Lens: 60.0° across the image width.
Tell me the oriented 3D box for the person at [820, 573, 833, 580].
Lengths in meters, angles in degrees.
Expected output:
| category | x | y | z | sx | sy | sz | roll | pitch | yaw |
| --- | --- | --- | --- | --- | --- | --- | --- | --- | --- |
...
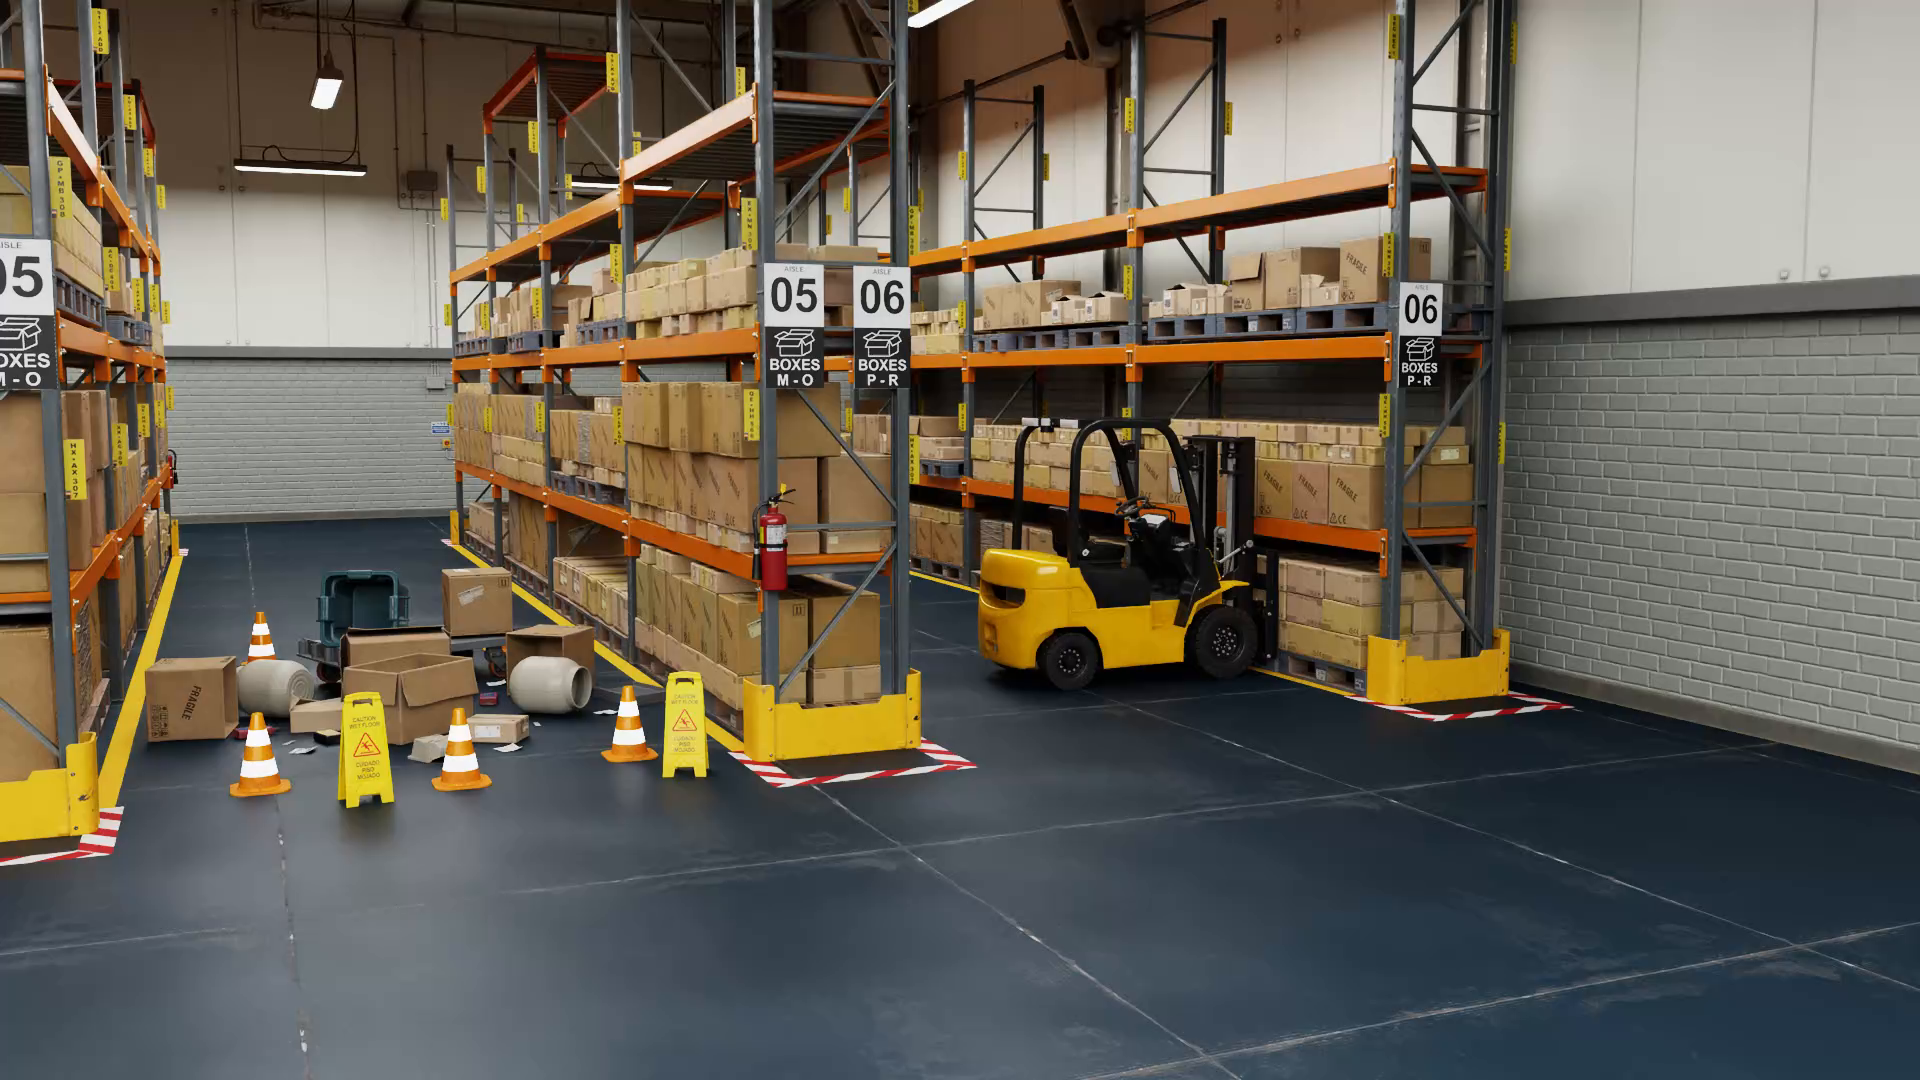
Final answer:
| category | x | y | z | sx | sy | sz | roll | pitch | yaw |
| --- | --- | --- | --- | --- | --- | --- | --- | --- | --- |
| person | -1.540 | -0.132 | 18.156 | 0.596 | 1.726 | 1.042 | -1 | 5 | -9 |
